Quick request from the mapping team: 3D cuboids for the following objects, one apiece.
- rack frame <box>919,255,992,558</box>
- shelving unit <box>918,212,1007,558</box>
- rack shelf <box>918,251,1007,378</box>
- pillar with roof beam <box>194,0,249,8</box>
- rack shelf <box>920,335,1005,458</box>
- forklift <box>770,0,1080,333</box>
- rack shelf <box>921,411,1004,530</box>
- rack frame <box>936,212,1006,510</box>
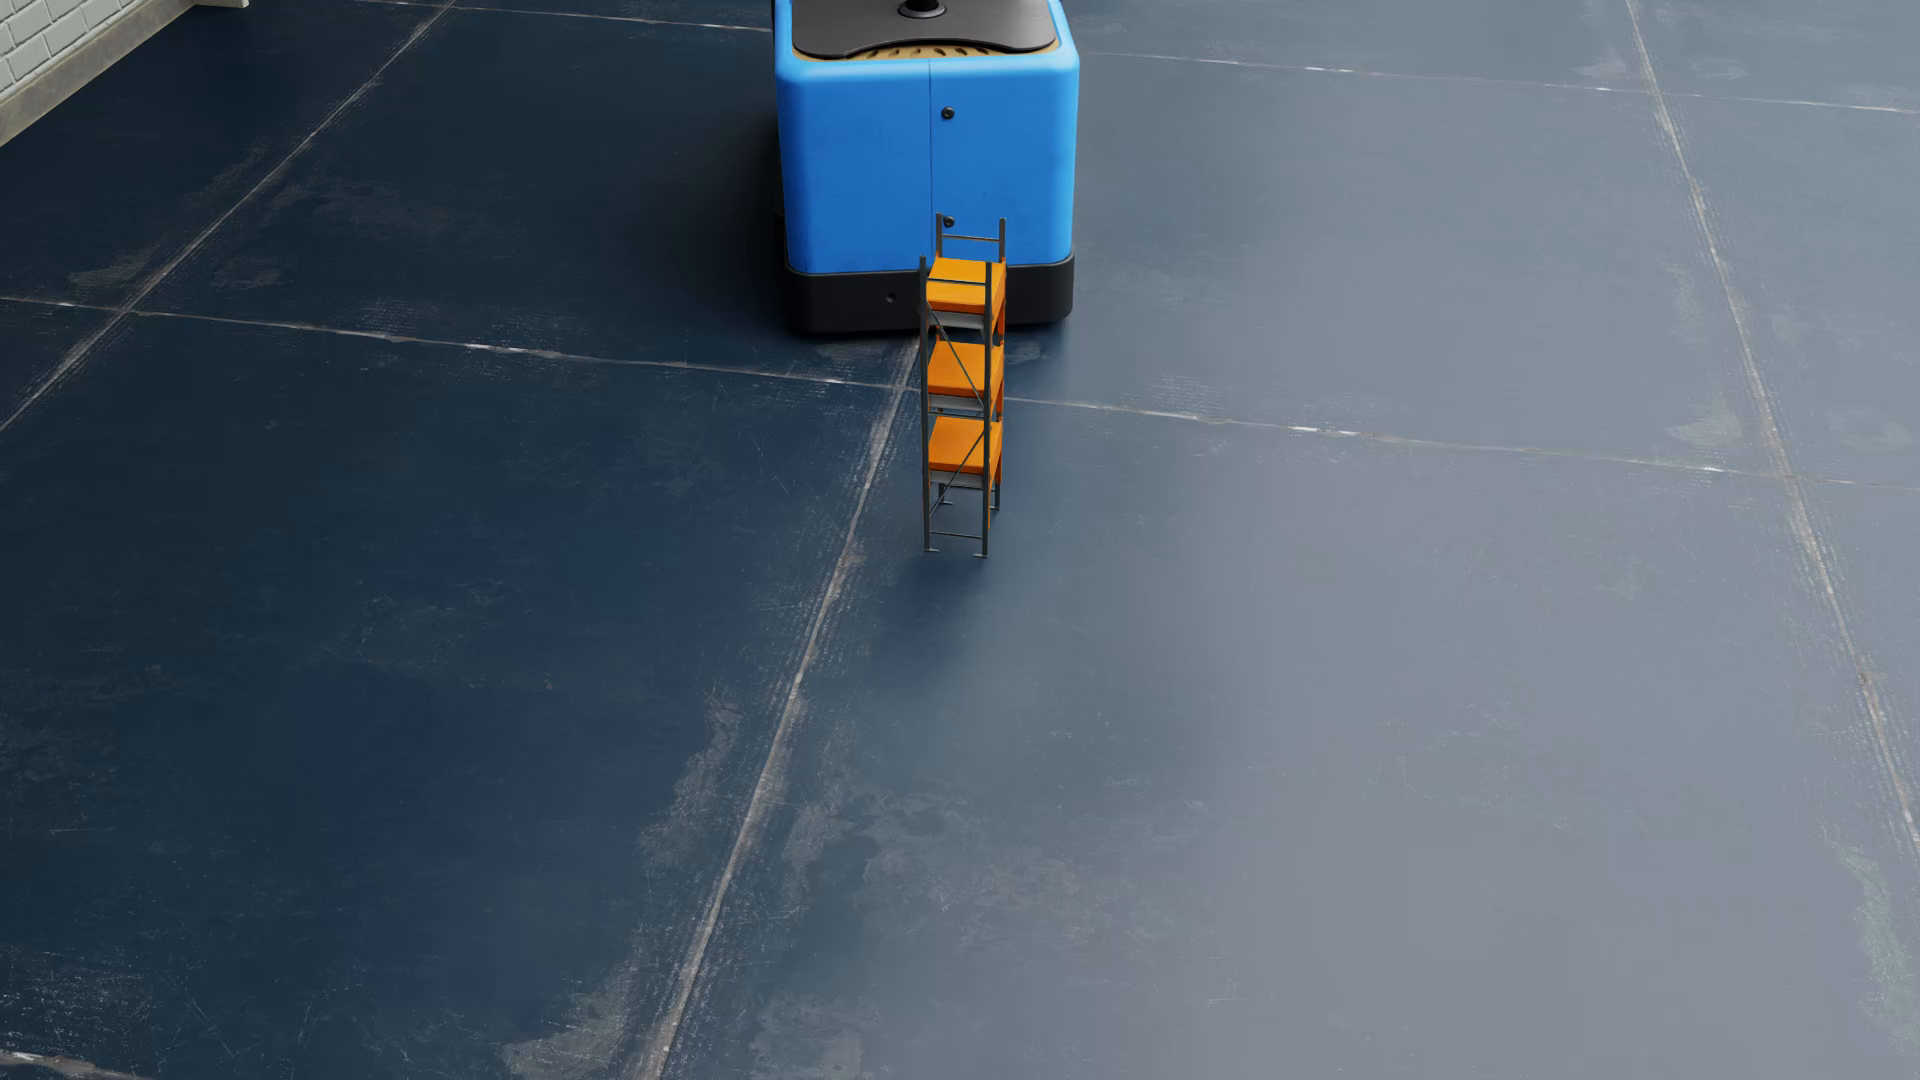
[{"bbox_3d":[-0.012,-0.362,4.863,0.200,1.050,0.008,6,40,8],"label":"rack frame"},{"bbox_3d":[0.009,-0.438,4.956,0.215,1.050,0.252,6,40,8],"label":"shelving unit"},{"bbox_3d":[0.009,-0.649,4.782,0.215,0.259,0.240,6,40,8],"label":"rack shelf"},{"bbox_3d":[0.434,-5.876,5.295,9.100,9.000,0.400,6,40,8],"label":"pillar with roof beam"},{"bbox_3d":[0.009,-0.430,4.963,0.215,0.259,0.240,6,40,8],"label":"rack shelf"},{"bbox_3d":[-0.226,-2.810,6.349,1.130,2.935,3.031,-3,40,-4],"label":"forklift"},{"bbox_3d":[0.009,-0.216,5.140,0.215,0.259,0.240,6,40,8],"label":"rack shelf"},{"bbox_3d":[0.030,-0.515,5.049,0.200,1.050,0.008,6,40,8],"label":"rack frame"}]
